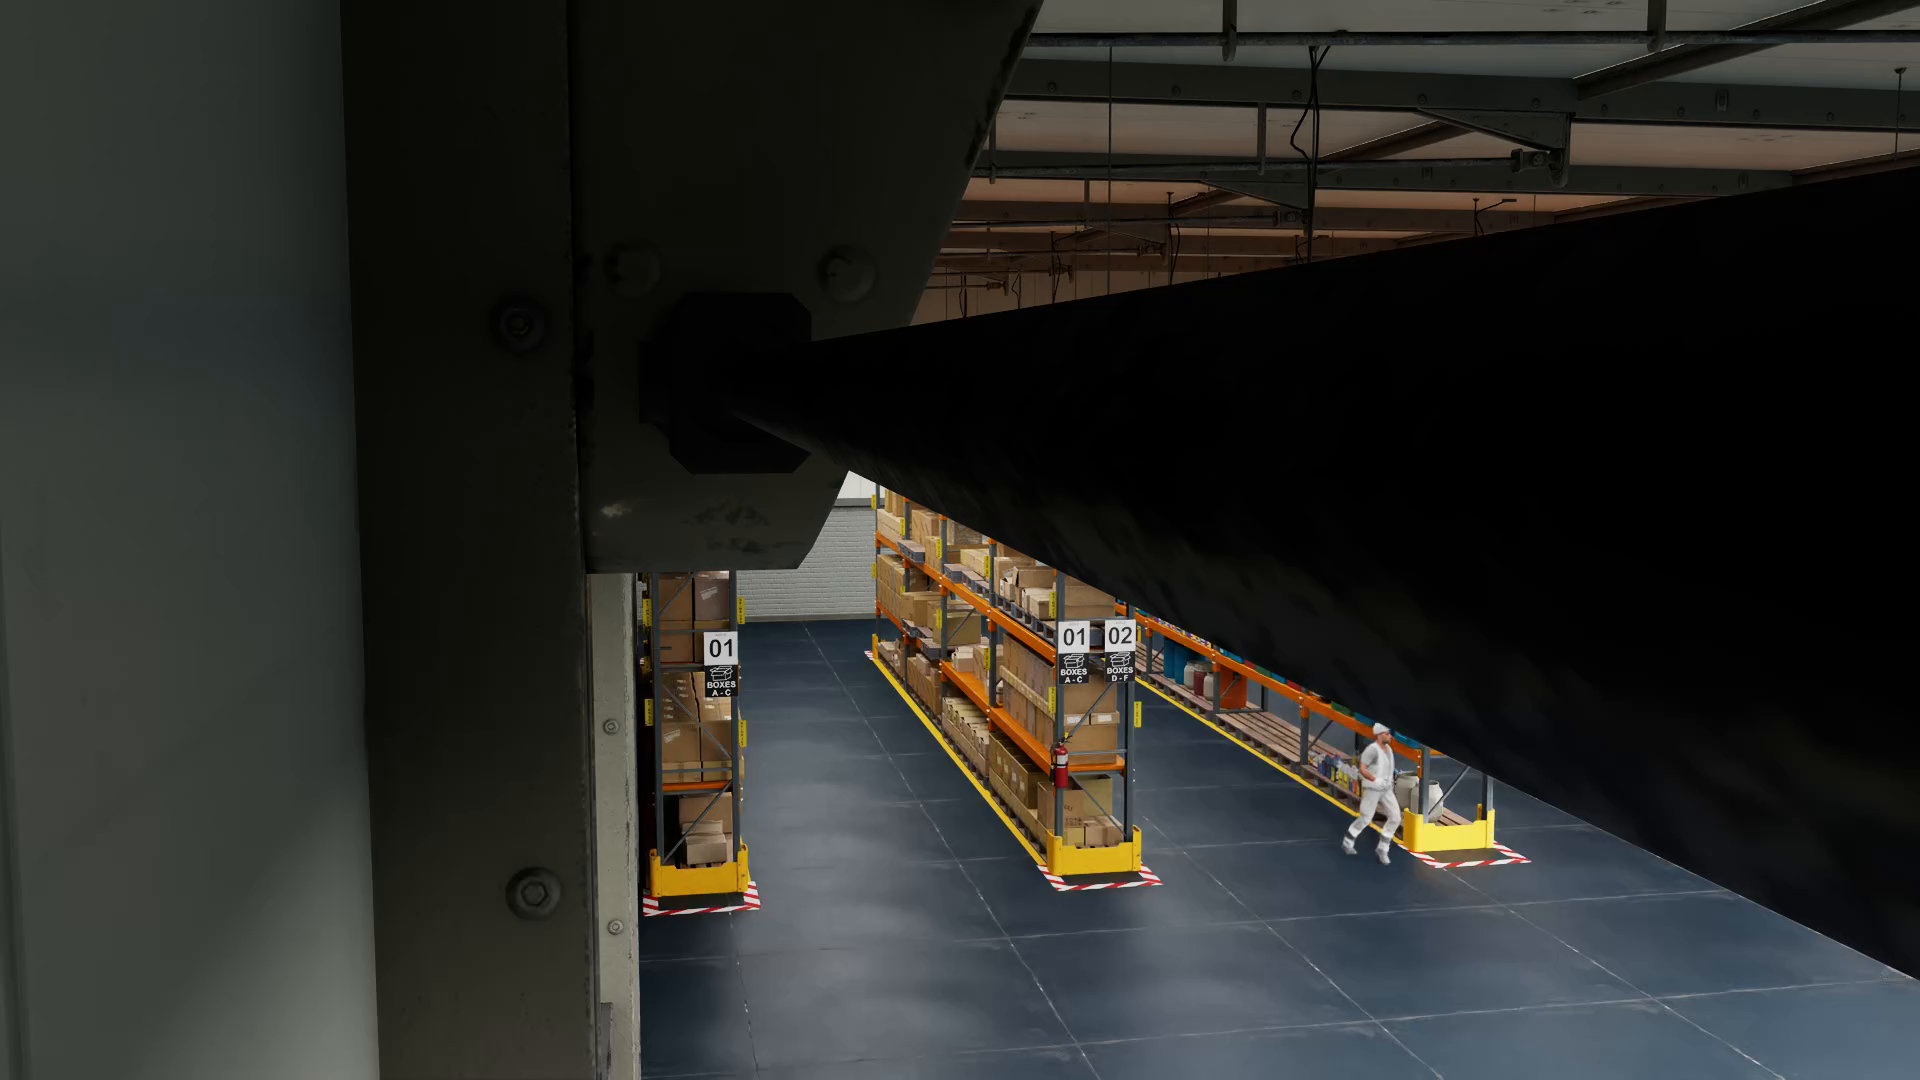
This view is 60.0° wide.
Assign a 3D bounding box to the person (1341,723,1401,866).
[{"bbox_3d":[5.409,3.253,21.527,0.718,1.800,0.686,-4,7,-36],"label":"person"}]
